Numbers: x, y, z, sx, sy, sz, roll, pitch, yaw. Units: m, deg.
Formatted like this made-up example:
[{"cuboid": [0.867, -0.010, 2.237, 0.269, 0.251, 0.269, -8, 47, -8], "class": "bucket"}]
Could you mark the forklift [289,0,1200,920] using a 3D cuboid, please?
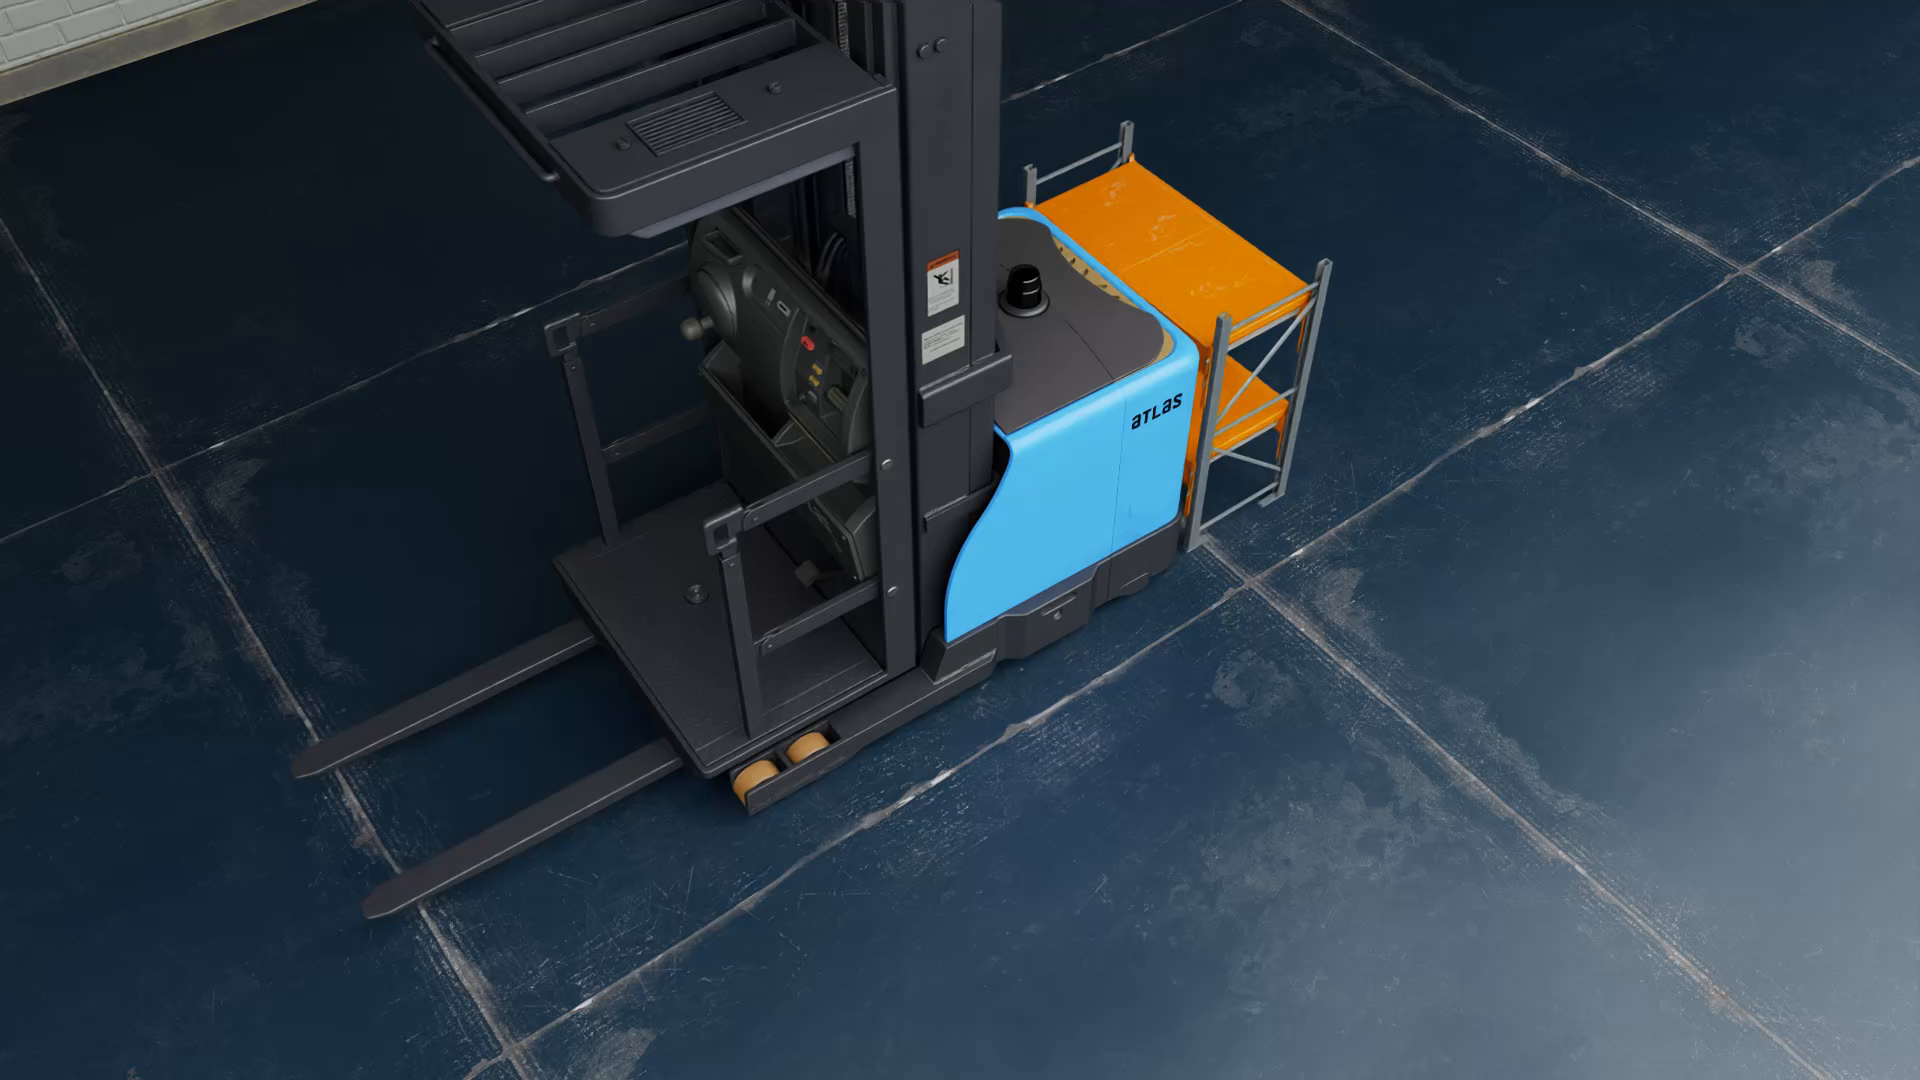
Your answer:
[{"cuboid": [-0.707, -0.553, 4.773, 3.031, 2.935, 1.130, -27, 53, -23], "class": "forklift"}]

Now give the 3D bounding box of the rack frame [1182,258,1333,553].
[{"cuboid": [1.041, -0.450, 5.899, 0.500, 1.125, 0.032, -29, 54, -24], "class": "rack frame"}]

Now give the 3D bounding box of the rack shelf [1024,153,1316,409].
[{"cuboid": [0.736, -0.948, 5.955, 0.538, 0.278, 1.000, -29, 54, -24], "class": "rack shelf"}]

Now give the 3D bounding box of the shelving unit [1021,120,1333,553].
[{"cuboid": [0.736, -0.752, 6.172, 0.538, 1.125, 1.048, -29, 54, -24], "class": "shelving unit"}]

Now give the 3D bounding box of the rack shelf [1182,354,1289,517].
[{"cuboid": [0.736, -0.587, 6.353, 0.538, 0.278, 1.000, -29, 54, -24], "class": "rack shelf"}]

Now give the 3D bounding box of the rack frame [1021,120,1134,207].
[{"cuboid": [0.431, -1.053, 6.445, 0.500, 1.125, 0.032, -29, 54, -24], "class": "rack frame"}]
